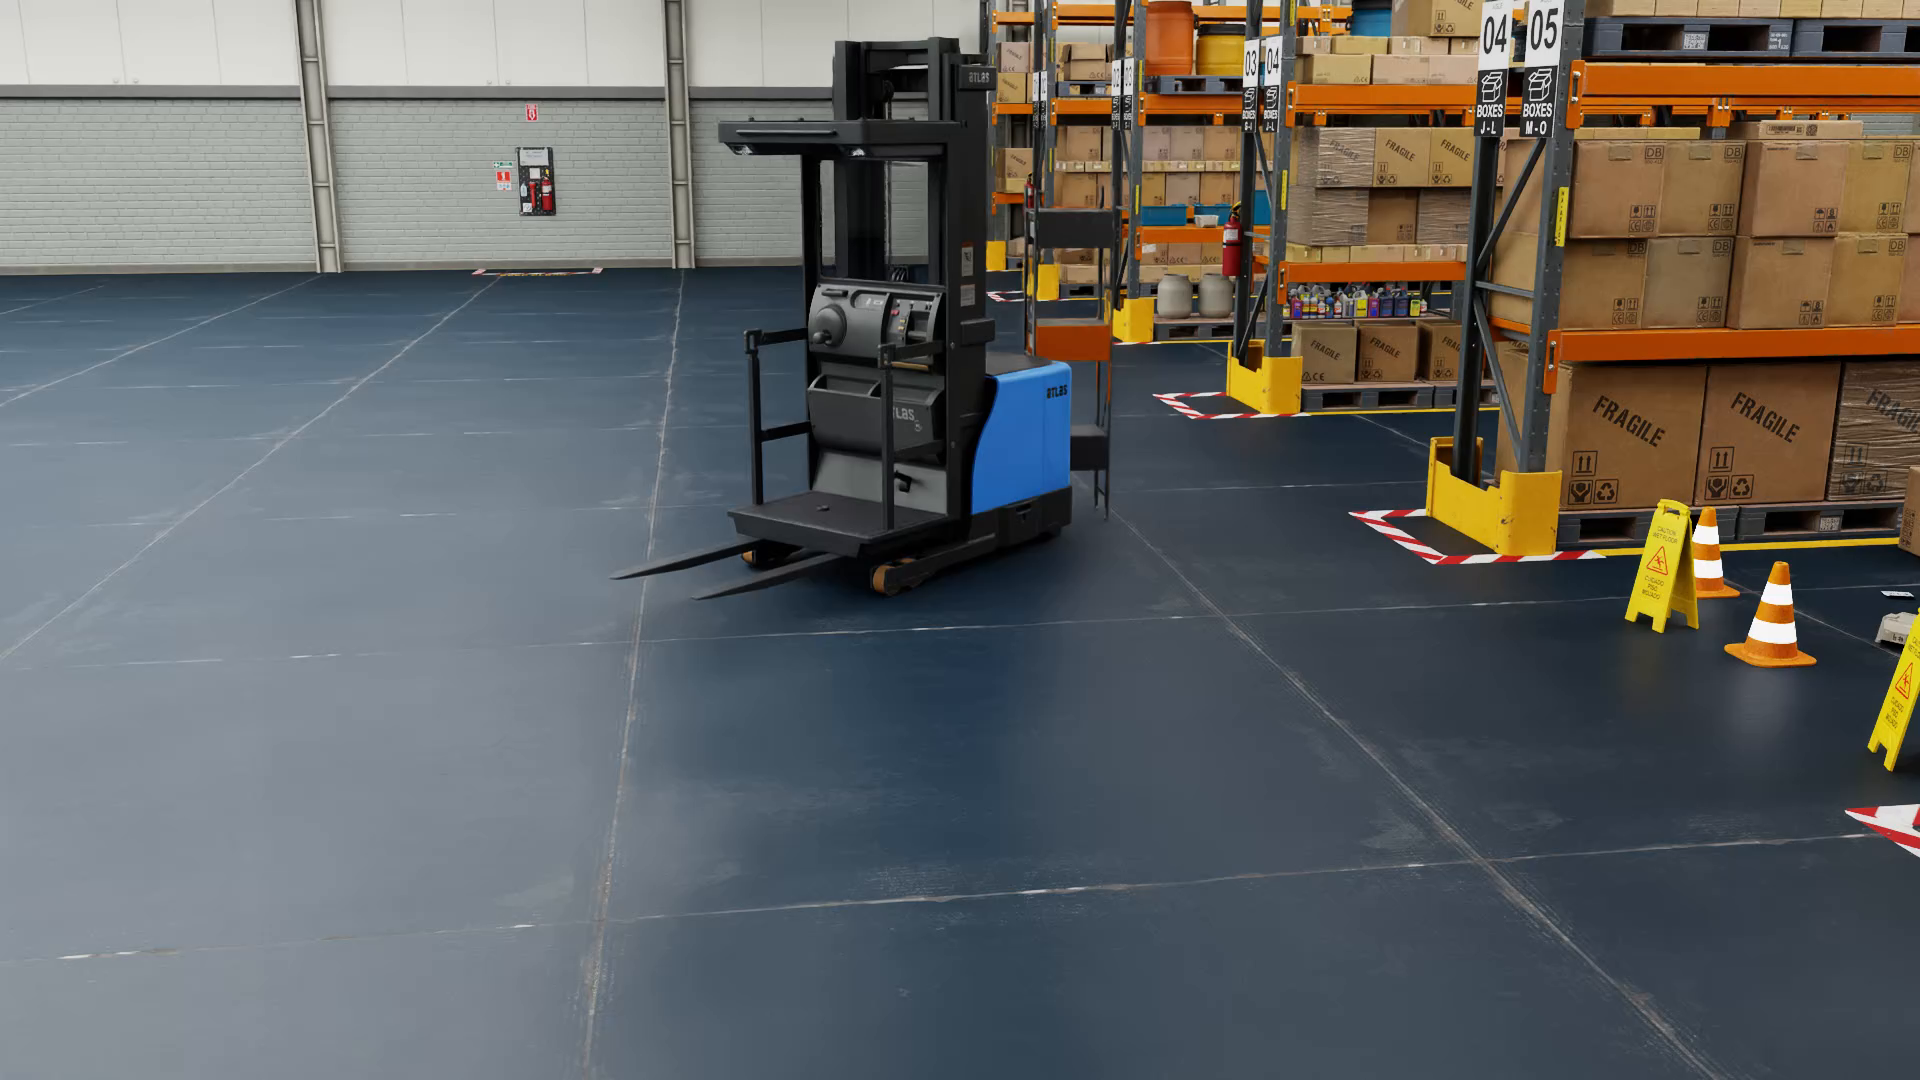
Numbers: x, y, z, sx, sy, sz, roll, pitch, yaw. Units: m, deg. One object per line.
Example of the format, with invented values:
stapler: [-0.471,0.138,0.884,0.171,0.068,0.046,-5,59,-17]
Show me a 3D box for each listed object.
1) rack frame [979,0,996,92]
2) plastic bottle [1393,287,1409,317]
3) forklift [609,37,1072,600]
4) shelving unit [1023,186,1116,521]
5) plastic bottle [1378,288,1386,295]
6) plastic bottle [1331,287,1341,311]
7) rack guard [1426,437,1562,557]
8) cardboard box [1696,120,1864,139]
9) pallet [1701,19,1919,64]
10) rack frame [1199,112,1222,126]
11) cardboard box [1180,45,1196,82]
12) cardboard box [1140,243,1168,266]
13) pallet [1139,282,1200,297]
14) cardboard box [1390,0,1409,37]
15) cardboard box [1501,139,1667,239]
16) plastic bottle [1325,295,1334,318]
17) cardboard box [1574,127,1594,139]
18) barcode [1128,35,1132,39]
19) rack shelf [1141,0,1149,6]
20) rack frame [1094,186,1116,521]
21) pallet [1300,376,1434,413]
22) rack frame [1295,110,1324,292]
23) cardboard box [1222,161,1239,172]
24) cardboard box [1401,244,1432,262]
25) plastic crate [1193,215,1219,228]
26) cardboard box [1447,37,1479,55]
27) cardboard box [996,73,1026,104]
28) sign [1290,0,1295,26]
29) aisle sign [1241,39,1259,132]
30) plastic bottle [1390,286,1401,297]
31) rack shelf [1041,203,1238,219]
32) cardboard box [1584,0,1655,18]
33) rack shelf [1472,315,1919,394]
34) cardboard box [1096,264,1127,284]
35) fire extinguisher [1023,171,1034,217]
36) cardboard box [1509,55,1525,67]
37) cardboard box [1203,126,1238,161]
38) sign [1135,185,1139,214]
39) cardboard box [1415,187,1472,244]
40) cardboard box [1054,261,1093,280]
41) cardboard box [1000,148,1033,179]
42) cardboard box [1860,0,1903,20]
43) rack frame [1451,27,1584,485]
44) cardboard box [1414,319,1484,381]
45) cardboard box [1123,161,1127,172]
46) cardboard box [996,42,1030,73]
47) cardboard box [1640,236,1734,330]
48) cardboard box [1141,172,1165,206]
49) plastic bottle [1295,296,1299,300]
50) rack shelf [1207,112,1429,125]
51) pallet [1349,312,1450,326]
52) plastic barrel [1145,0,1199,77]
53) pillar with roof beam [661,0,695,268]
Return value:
rack frame: [0.471,-9.184,28.342,0.127,3.000,1.000,-2,14,-8]
plastic bottle: [5.308,-2.872,20.047,0.185,0.351,0.144,-2,14,-10]
forklift: [-0.611,-1.256,9.205,1.130,2.935,3.031,11,18,37]
shelving unit: [0.685,-1.182,10.617,0.503,2.100,0.431,-2,14,-7]
plastic bottle: [5.222,-2.982,20.624,0.133,0.283,0.061,-2,14,-8]
plastic bottle: [4.686,-2.999,20.695,0.133,0.283,0.061,-1,14,-6]
rack guard: [3.300,-0.289,10.348,0.348,0.500,1.175,-2,14,-8]
cardboard box: [7.446,-3.334,15.253,1.000,1.000,1.000,-2,14,-8]
pallet: [5.264,-2.989,9.990,1.213,0.211,1.003,-2,14,-8]
rack frame: [4.426,-6.419,29.650,0.127,3.000,1.000,-2,14,-8]
cardboard box: [3.520,-6.975,24.337,0.637,0.503,0.797,-1,14,-2]
cardboard box: [2.762,-4.322,24.536,0.500,0.500,0.500,-2,14,-8]
pallet: [3.166,-3.811,24.984,1.213,0.211,1.003,-2,14,-8]
cardboard box: [4.179,-4.707,14.812,0.500,0.500,0.500,-2,14,-8]
cardboard box: [3.696,-2.103,9.914,0.550,0.550,0.875,-2,14,-8]
plastic bottle: [4.424,-2.795,19.904,0.097,0.271,0.097,0,14,0]
cardboard box: [5.247,-3.403,14.753,0.500,0.500,0.500,-2,14,-8]
barcode: [2.987,-8.848,29.265,0.075,0.075,0.001,-2,14,-8]
rack shelf: [3.924,-6.330,19.265,4.000,0.370,1.077,-2,14,-8]
rack frame: [0.927,-1.189,10.645,0.015,2.100,0.400,-2,14,-7]
pallet: [3.568,-1.371,15.253,1.213,0.211,1.003,-2,14,-8]
rack frame: [5.168,-5.227,24.899,0.127,3.000,1.000,-2,14,-8]
cardboard box: [3.924,-5.493,24.418,0.250,0.149,0.380,-2,14,-9]
cardboard box: [3.994,-2.562,14.787,0.250,0.149,0.380,-2,14,-8]
plastic crate: [2.879,-3.718,19.422,0.250,0.136,0.298,-2,14,-8]
cardboard box: [4.282,-4.268,14.397,0.250,0.149,0.380,-3,14,-11]
cardboard box: [0.839,-7.739,28.501,0.500,0.500,0.500,-2,14,-7]
sign: [2.765,-4.448,13.827,0.005,0.325,0.100,-2,14,-8]
aisle sign: [2.578,-4.030,14.782,0.004,0.787,0.394,-2,14,-8]
plastic bottle: [5.287,-2.906,20.185,0.185,0.351,0.144,-2,14,-8]
rack shelf: [3.190,-4.806,24.698,4.000,0.370,1.077,-2,14,-8]
cardboard box: [3.710,-3.023,9.392,0.250,0.149,0.380,-2,14,-8]
rack shelf: [5.301,-1.226,10.424,4.000,0.370,1.077,-2,14,-8]
cardboard box: [2.270,-3.937,24.544,0.500,0.250,0.500,-2,14,-8]
fire extinguisher: [1.026,-5.152,24.759,0.183,0.674,0.296,-2,14,-8]
cardboard box: [4.713,-4.094,14.522,0.500,0.250,0.500,-2,14,-7]
cardboard box: [3.735,-5.851,24.513,0.500,0.500,0.700,-2,14,-8]
sign: [2.024,-3.893,19.008,0.005,0.325,0.100,-2,14,-8]
cardboard box: [4.210,-2.960,15.042,0.500,0.500,0.875,-2,14,-8]
cardboard box: [1.699,-4.043,24.965,0.500,0.250,0.500,-2,14,-8]
cardboard box: [0.988,-6.519,28.777,0.500,0.500,0.500,-2,14,-8]
cardboard box: [5.210,-3.078,9.611,0.250,0.149,0.380,-2,14,-8]
rack frame: [3.323,-1.503,10.047,0.127,3.000,1.000,-2,14,-8]
cardboard box: [4.512,-1.757,15.338,0.500,0.500,0.500,-1,14,-3]
cardboard box: [2.390,-5.435,24.190,0.250,0.149,0.380,-2,14,-9]
cardboard box: [0.888,-8.227,28.394,0.500,0.500,0.500,-3,14,-12]
cardboard box: [4.224,-1.625,10.226,0.550,0.550,0.875,-2,14,-8]
cardboard box: [2.686,-5.181,24.511,0.500,0.500,0.700,-2,14,-8]
plastic bottle: [4.125,-2.897,20.456,0.097,0.201,0.097,0,14,0]
rack shelf: [6.404,-7.597,29.661,4.000,0.370,1.077,-2,14,-8]
pallet: [5.232,-2.669,20.430,1.213,0.211,1.003,-2,14,-8]
plastic barrel: [2.408,-5.806,19.293,0.708,0.830,0.600,-2,14,-8]
pillar with roof beam: [-4.258,-8.164,24.277,0.400,9.000,9.100,-2,14,-8]
